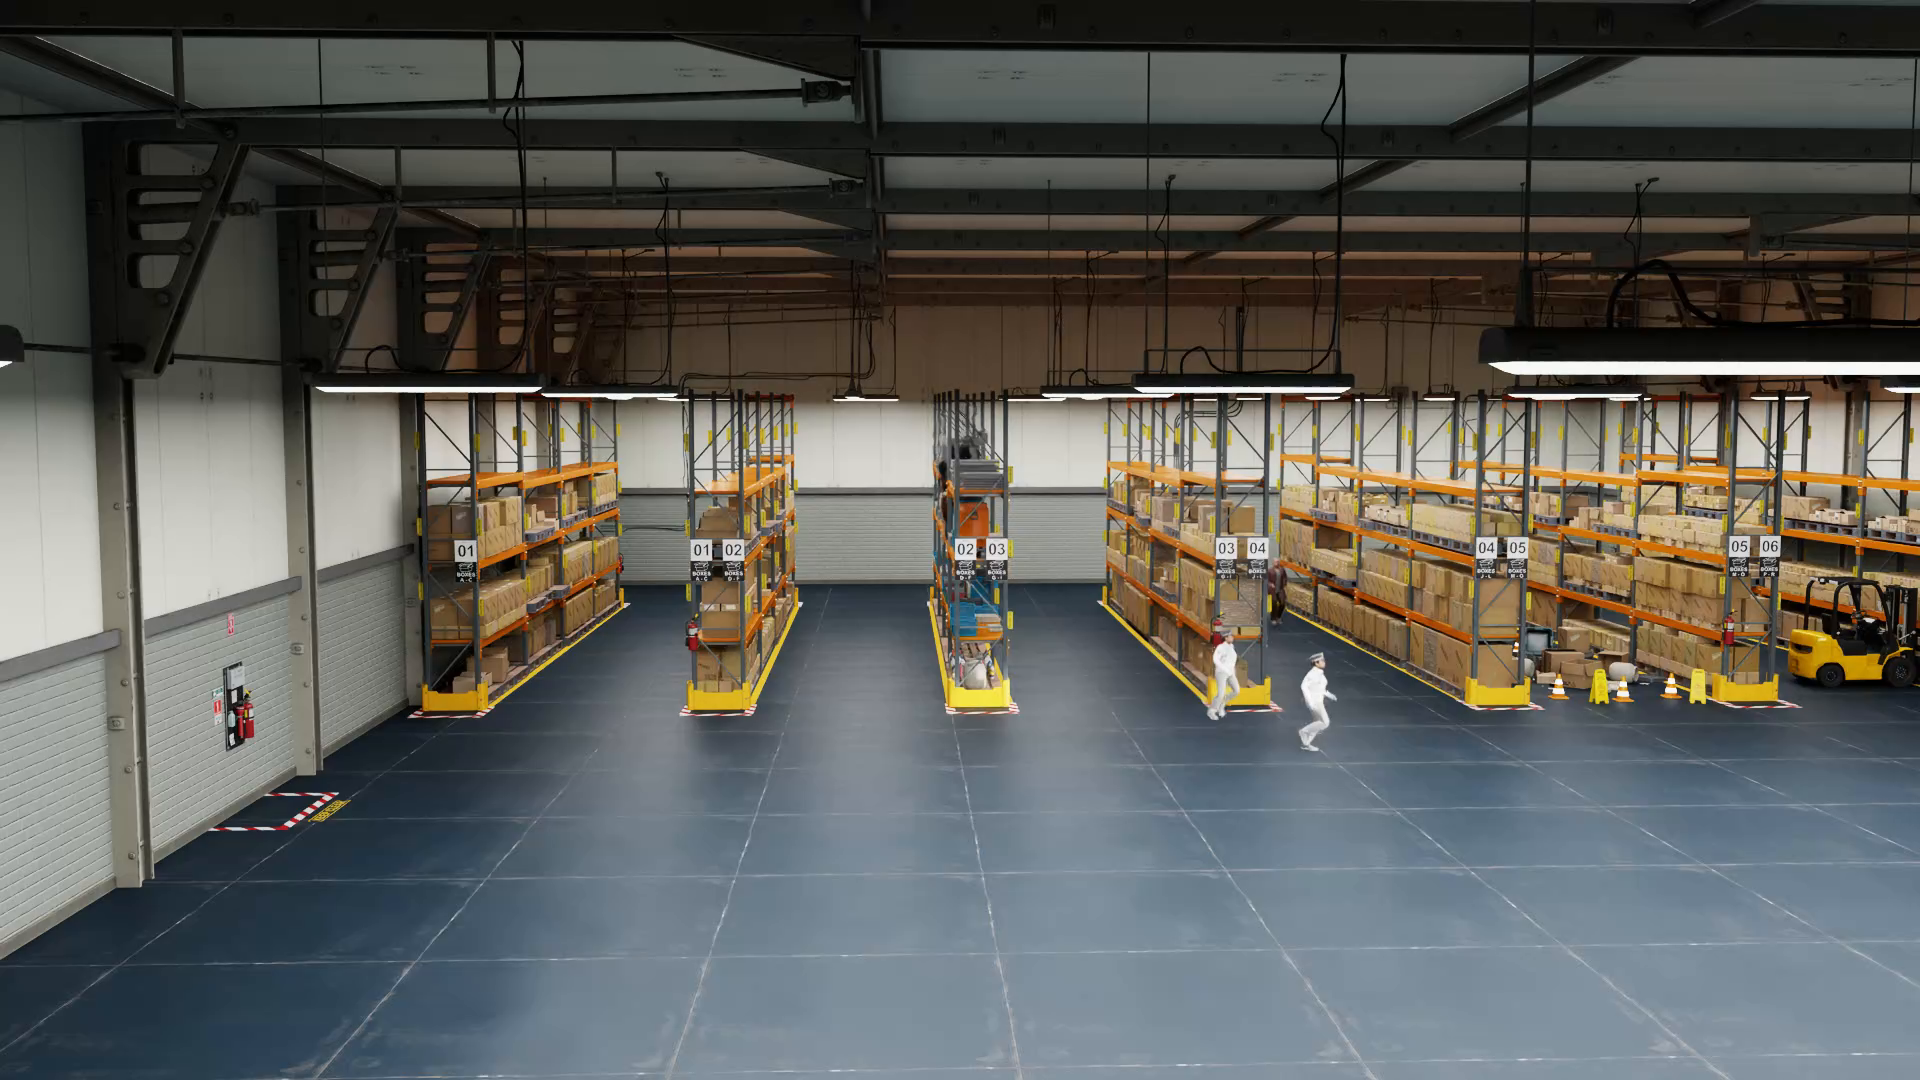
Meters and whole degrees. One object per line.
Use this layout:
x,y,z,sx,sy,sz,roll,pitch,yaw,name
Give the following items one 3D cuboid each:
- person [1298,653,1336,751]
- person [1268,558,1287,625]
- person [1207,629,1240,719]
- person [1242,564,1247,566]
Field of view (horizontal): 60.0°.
5.904,2.669,27.439,0.575,1.645,0.602,2,5,25,person
8.172,1.342,42.986,0.710,1.757,0.696,0,5,-5,person
4.874,2.434,30.339,0.677,1.641,0.553,-4,6,-41,person
7.950,1.000,47.572,0.713,1.731,0.812,2,5,19,person
